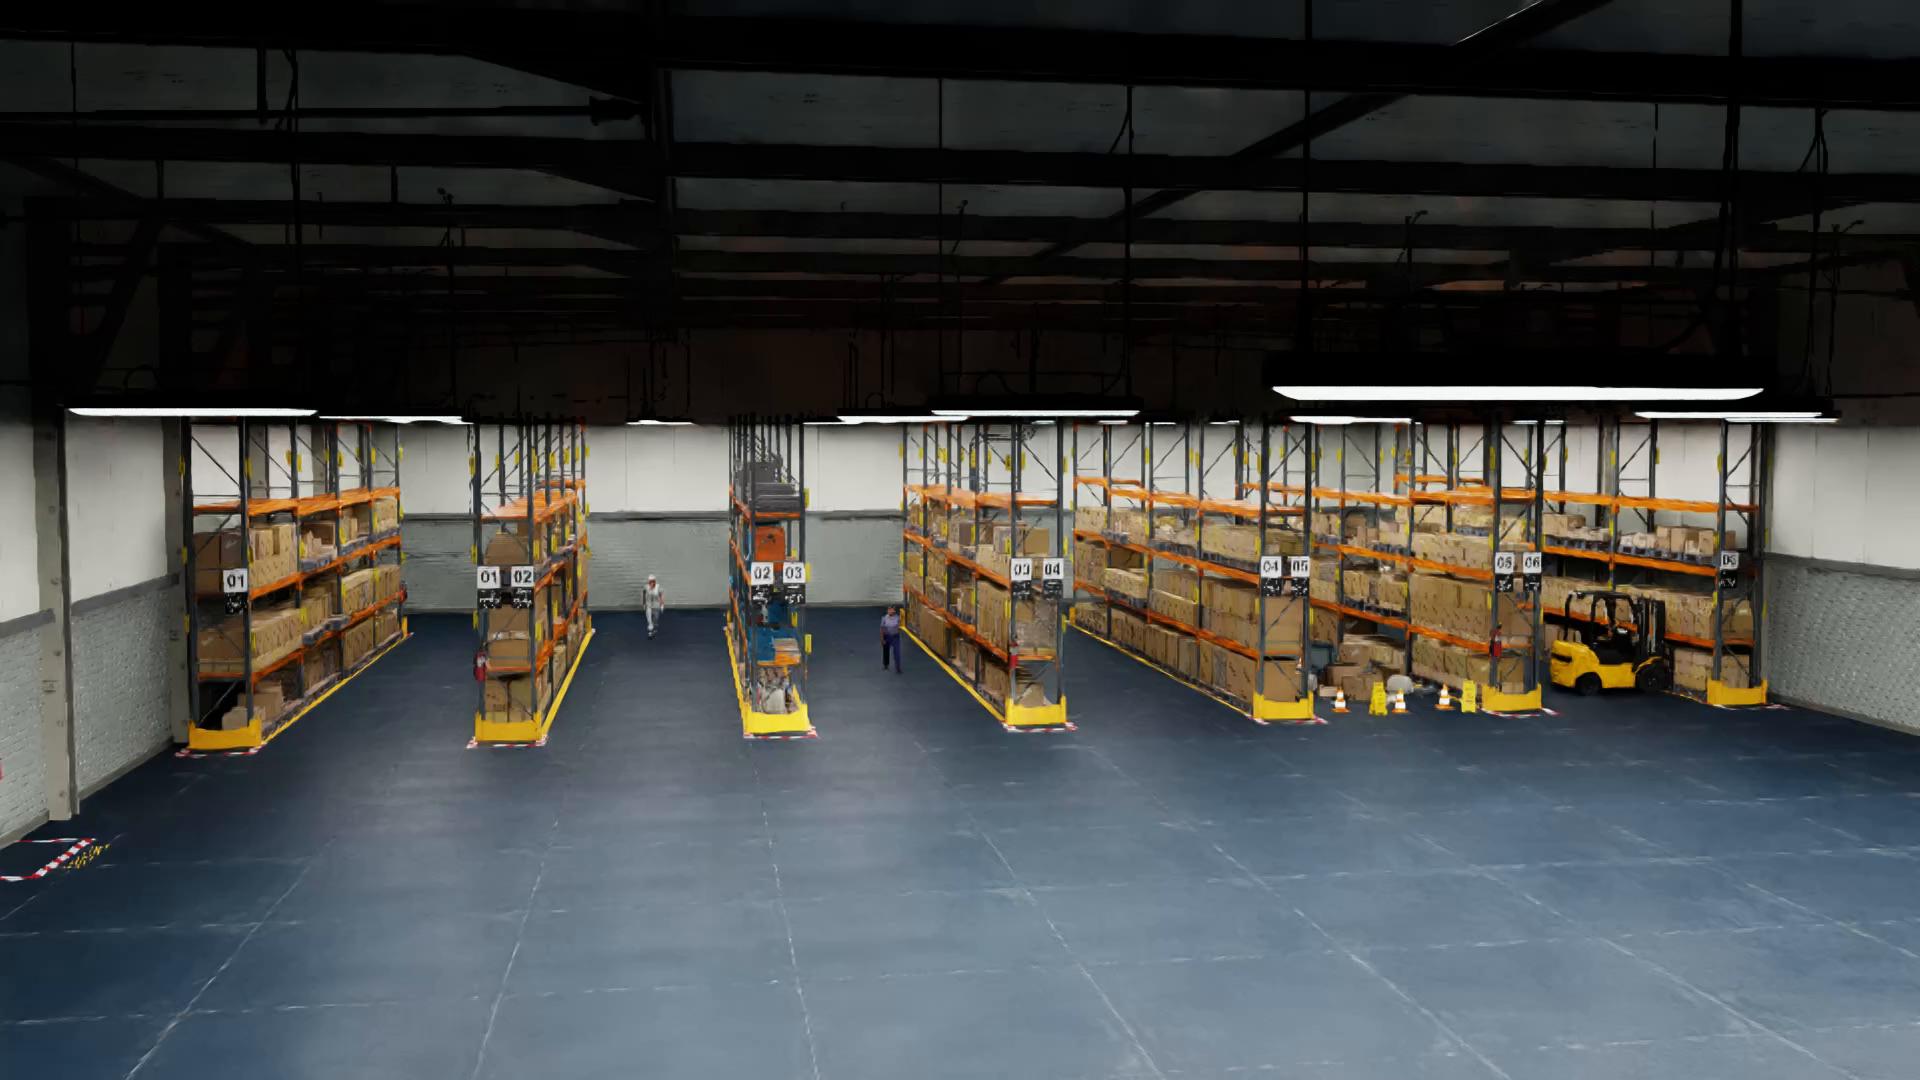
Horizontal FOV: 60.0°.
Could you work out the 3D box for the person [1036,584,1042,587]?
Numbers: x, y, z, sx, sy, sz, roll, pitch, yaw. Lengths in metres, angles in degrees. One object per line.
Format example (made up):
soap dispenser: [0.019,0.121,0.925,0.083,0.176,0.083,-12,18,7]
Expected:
person: [2.276,1.590,48.339,0.542,1.656,1.062,0,4,-2]

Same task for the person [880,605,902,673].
person: [-1.623,2.285,38.857,0.479,1.567,1.090,0,4,-7]

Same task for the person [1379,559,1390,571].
person: [13.227,1.381,51.718,0.668,1.657,0.498,-3,5,-36]

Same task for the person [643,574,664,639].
person: [-8.323,1.786,45.144,0.558,1.736,1.045,-1,4,-10]

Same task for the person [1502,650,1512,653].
person: [12.241,2.325,37.440,0.431,1.684,0.555,-3,5,-37]
